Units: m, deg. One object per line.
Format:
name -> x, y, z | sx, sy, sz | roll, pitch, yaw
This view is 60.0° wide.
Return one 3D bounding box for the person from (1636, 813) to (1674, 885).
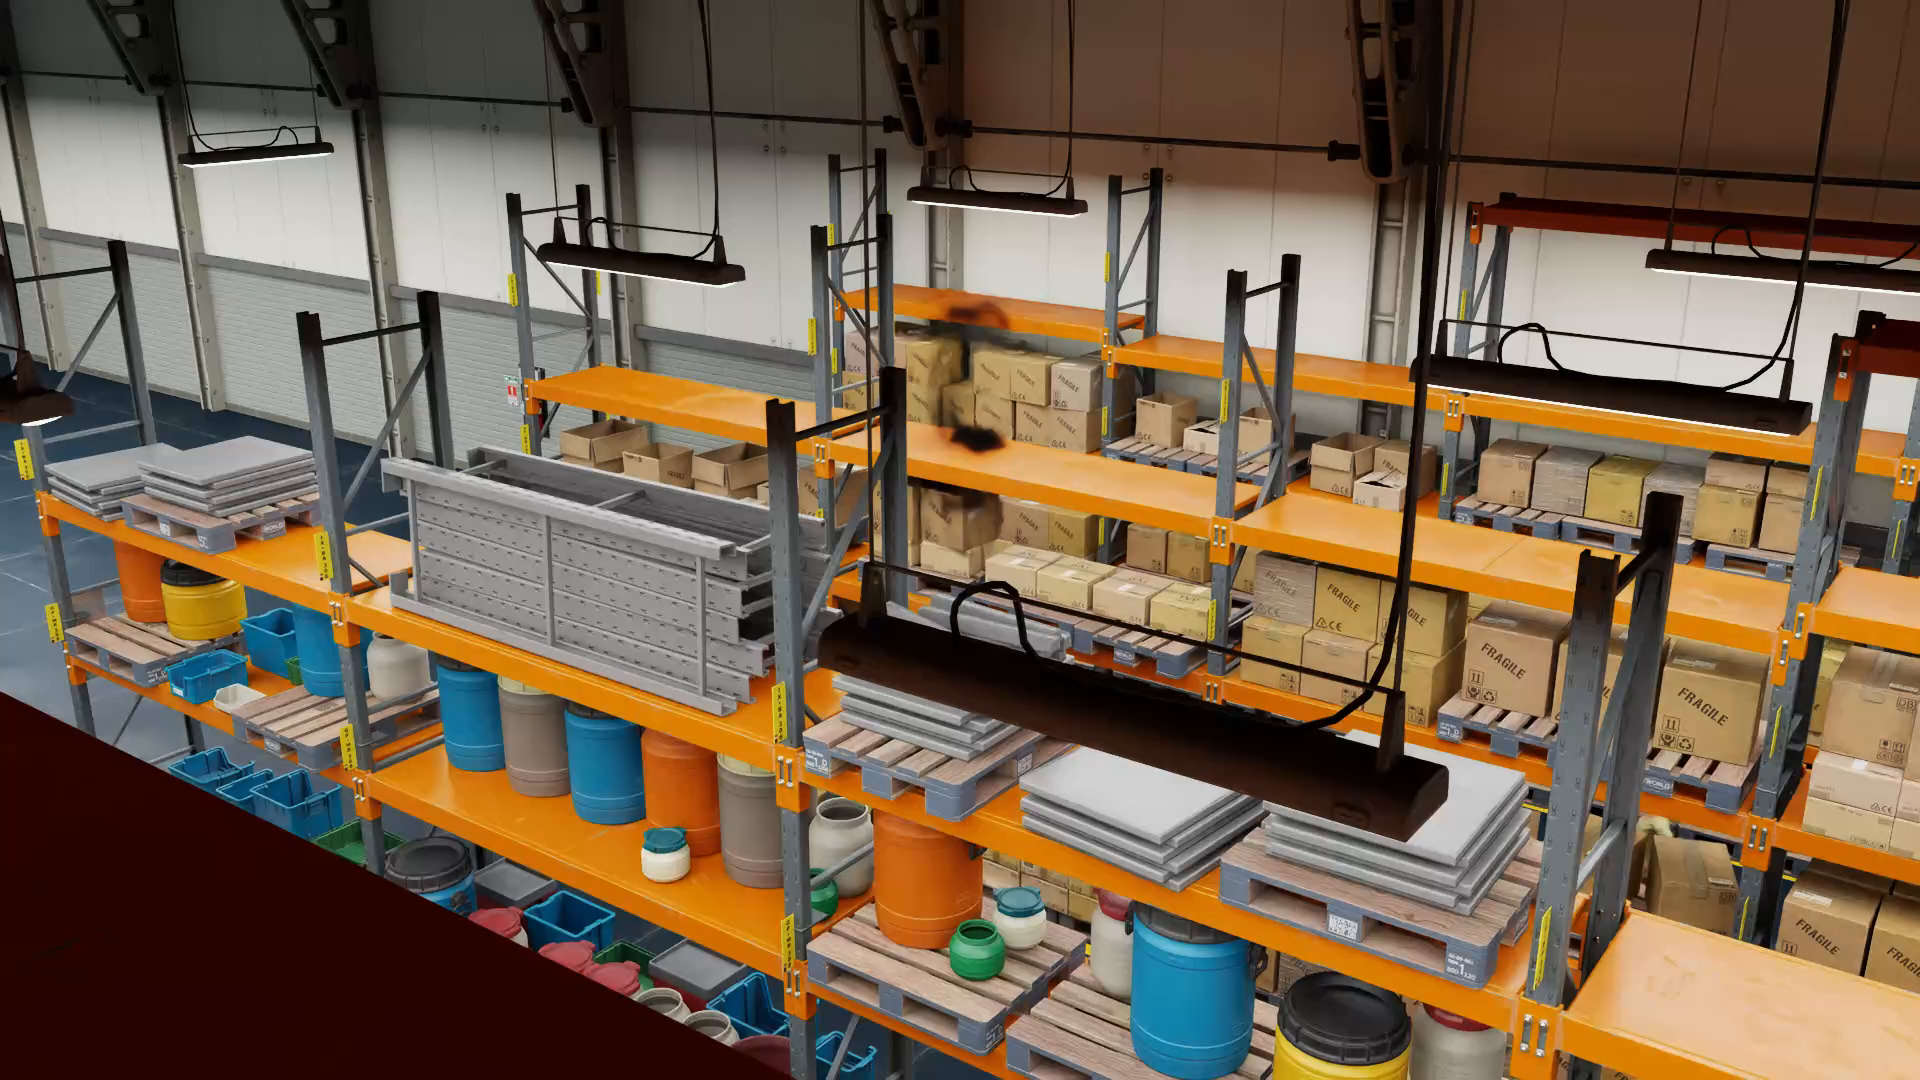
person -> 5.898, 2.837, 14.116 | 0.796, 1.668, 0.589 | 9, 21, 26
